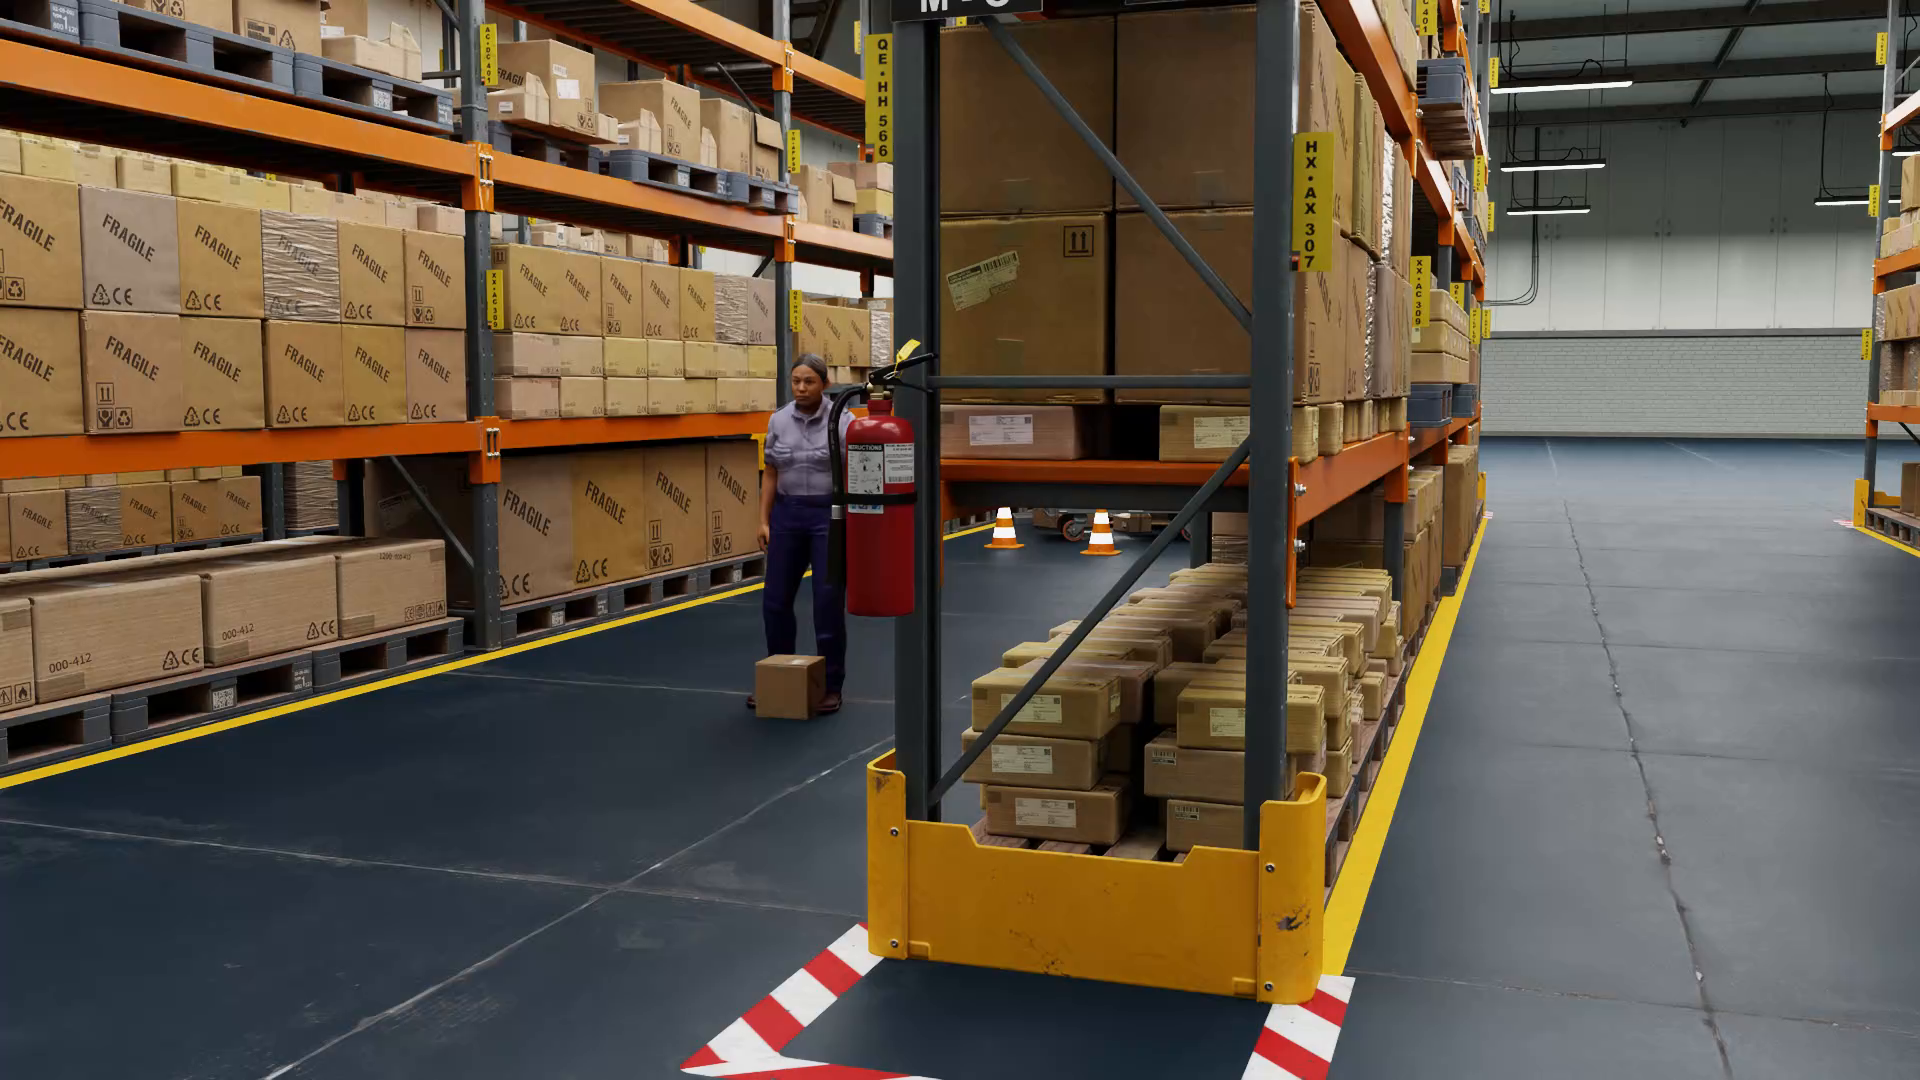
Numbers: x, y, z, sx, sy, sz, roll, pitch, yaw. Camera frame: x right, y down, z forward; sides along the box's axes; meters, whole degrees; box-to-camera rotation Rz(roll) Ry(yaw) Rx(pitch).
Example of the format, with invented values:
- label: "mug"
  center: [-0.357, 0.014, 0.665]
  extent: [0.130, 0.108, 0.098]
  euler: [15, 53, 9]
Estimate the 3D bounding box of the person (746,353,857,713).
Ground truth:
- label: "person"
  center: [-0.714, -0.036, 7.756]
  extent: [0.551, 1.636, 0.425]
  euler: [2, 6, 16]
